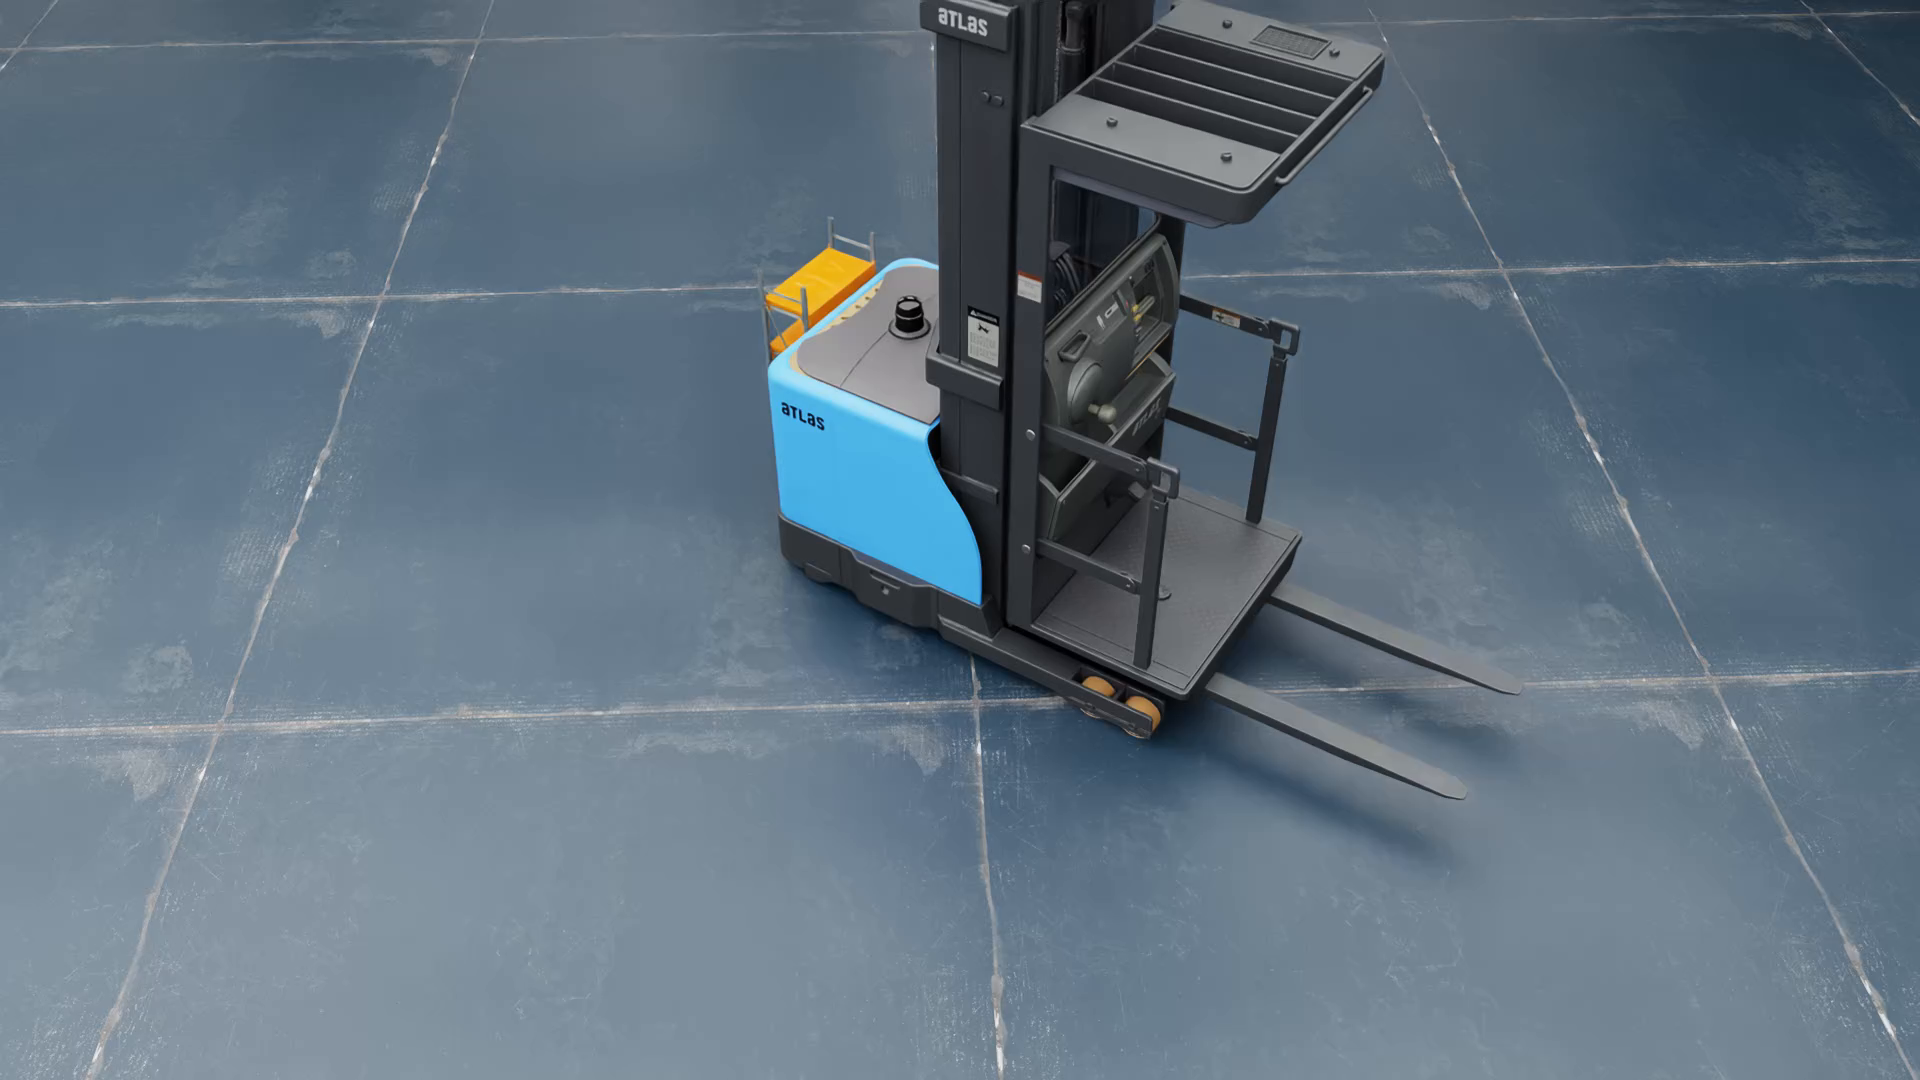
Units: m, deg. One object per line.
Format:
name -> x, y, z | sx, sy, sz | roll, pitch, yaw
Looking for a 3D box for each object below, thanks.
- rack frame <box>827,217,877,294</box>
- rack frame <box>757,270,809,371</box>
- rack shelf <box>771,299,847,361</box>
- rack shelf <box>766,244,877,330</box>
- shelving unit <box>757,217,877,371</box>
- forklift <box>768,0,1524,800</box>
rack frame -> -0.461, -0.898, 7.490 | 0.240, 1.200, 0.015 | 23, 47, 24
rack frame -> -0.724, -0.620, 7.187 | 0.240, 1.200, 0.015 | 23, 47, 24
rack shelf -> -0.594, -0.875, 7.233 | 0.258, 0.148, 0.480 | 23, 47, 24
rack shelf -> -0.595, -1.050, 7.074 | 0.258, 0.148, 0.480 | 23, 47, 24
shelving unit -> -0.593, -0.759, 7.338 | 0.258, 1.200, 0.503 | 23, 47, 24
forklift -> 0.737, -0.714, 6.010 | 3.031, 2.935, 1.130 | 23, 47, 23
